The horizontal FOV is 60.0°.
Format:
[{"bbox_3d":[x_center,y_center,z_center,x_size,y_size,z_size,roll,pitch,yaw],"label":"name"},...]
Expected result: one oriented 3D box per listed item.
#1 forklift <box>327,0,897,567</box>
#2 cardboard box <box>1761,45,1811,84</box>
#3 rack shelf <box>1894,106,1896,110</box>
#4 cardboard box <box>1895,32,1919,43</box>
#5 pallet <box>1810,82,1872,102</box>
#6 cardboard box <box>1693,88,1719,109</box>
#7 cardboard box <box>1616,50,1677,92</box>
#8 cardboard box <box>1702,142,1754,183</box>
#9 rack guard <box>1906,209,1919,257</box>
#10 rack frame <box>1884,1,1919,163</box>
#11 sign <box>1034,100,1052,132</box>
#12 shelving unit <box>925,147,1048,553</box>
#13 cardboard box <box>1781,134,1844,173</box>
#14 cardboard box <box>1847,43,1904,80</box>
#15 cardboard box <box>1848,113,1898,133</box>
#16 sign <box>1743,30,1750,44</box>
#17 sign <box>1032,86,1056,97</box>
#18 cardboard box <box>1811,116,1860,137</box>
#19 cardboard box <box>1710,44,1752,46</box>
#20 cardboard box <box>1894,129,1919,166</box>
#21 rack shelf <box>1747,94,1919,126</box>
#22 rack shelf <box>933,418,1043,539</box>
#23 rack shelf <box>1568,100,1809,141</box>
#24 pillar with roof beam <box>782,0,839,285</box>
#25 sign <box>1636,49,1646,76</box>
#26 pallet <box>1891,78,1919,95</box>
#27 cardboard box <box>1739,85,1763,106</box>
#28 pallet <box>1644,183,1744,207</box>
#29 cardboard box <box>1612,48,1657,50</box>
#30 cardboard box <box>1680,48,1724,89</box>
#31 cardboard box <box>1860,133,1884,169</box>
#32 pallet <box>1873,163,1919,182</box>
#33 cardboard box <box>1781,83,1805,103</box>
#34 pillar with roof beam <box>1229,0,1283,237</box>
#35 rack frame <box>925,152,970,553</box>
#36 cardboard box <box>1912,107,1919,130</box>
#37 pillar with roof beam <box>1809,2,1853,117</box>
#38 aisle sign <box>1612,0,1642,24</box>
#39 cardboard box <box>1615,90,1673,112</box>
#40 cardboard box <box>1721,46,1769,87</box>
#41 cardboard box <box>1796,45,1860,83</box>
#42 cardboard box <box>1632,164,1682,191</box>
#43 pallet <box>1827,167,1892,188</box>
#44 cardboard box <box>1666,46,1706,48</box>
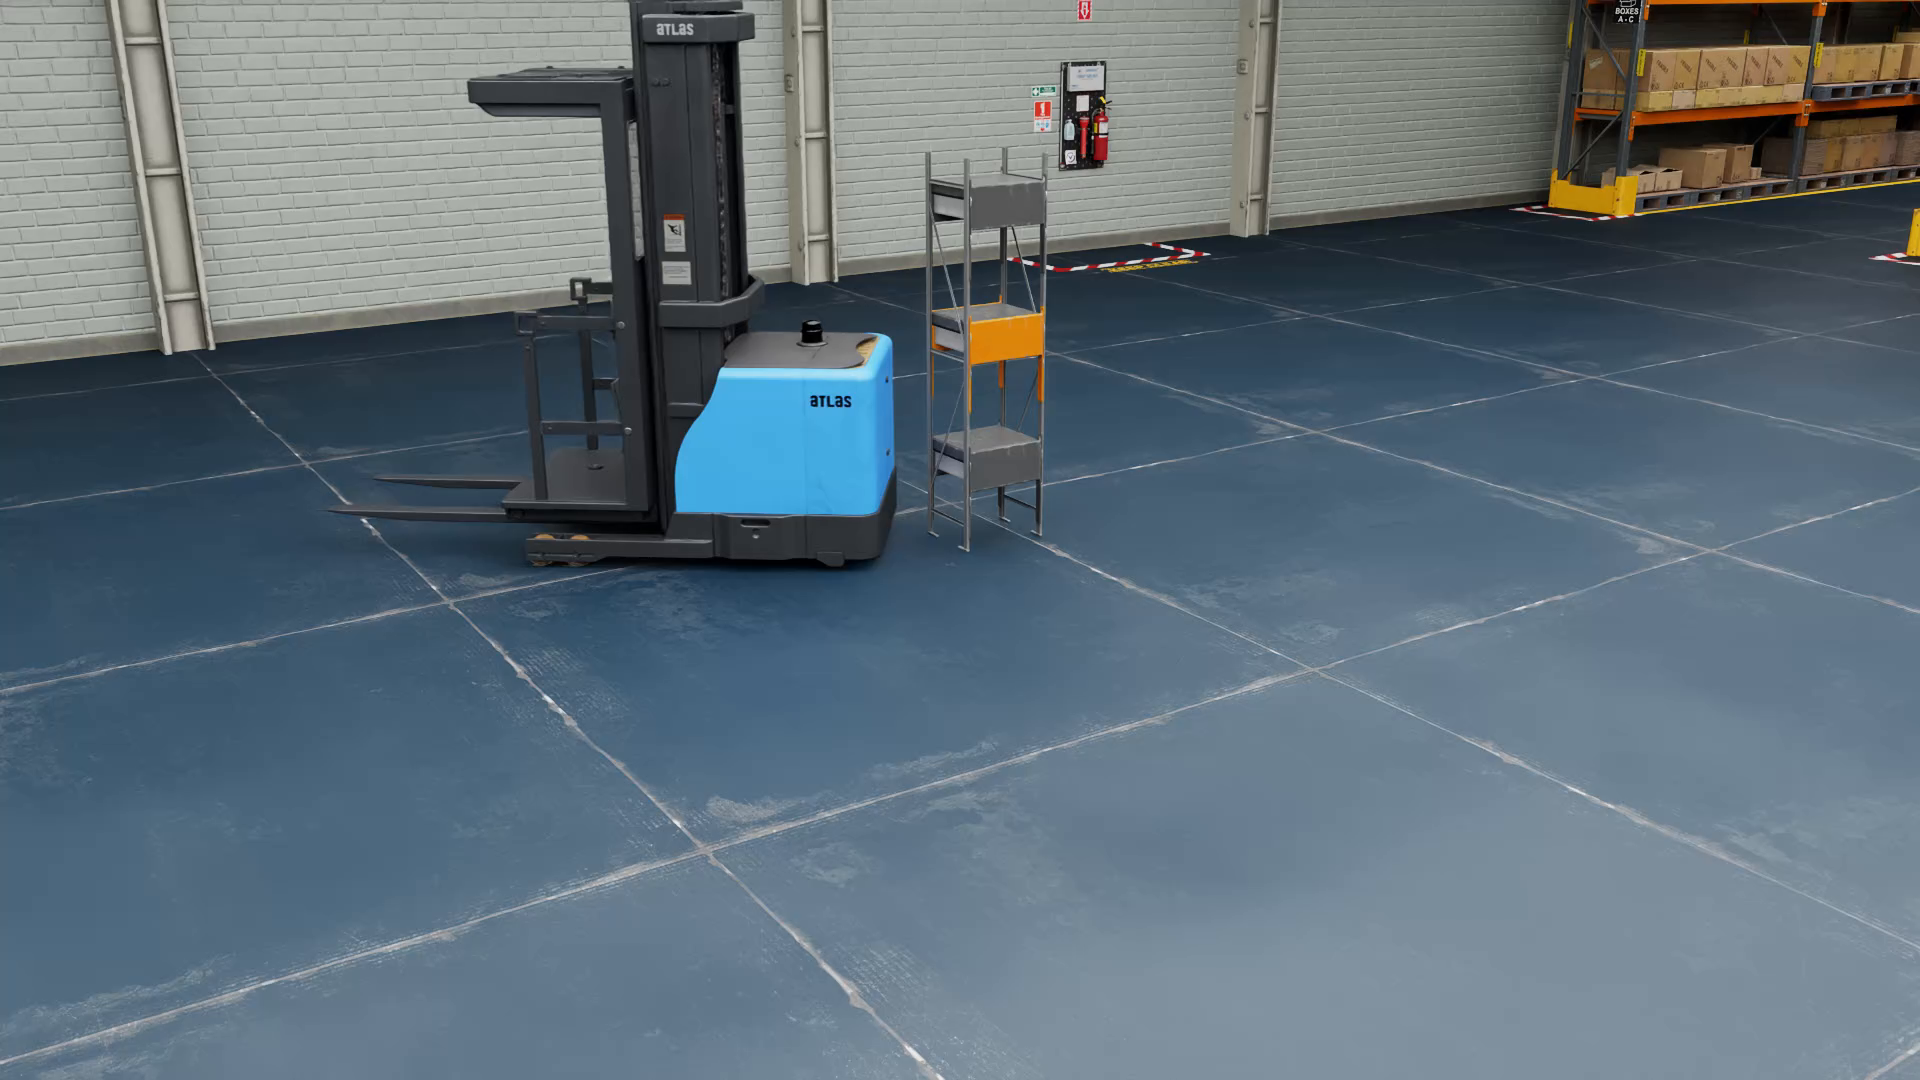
[{"bbox_3d":[-1.904,-1.413,8.848,3.031,2.935,1.130,1,19,4],"label":"forklift"},{"bbox_3d":[11.532,-6.679,23.348,0.500,0.500,0.500,-12,22,-32],"label":"cardboard box"},{"bbox_3d":[16.768,-7.267,27.180,4.000,0.370,1.077,-12,22,-31],"label":"rack shelf"},{"bbox_3d":[14.565,-7.689,25.449,0.250,0.149,0.380,-17,25,-40],"label":"cardboard box"},{"bbox_3d":[12.475,-6.556,24.252,1.213,0.211,1.003,-12,22,-31],"label":"pallet"},{"bbox_3d":[9.853,-5.969,22.421,0.500,0.250,0.500,-12,22,-32],"label":"cardboard box"},{"bbox_3d":[8.980,-6.144,21.766,0.500,0.500,0.500,-12,22,-31],"label":"cardboard box"},{"bbox_3d":[10.912,-5.382,23.696,0.500,0.500,0.500,-14,23,-35],"label":"cardboard box"},{"bbox_3d":[11.124,-3.334,18.325,0.348,0.500,1.175,-12,22,-31],"label":"rack guard"},{"bbox_3d":[15.098,-7.255,26.022,0.127,3.000,1.000,-12,22,-31],"label":"rack frame"},{"bbox_3d":[0.911,-4.666,18.308,0.234,0.329,0.001,-12,22,-31],"label":"sign"},{"bbox_3d":[0.138,-1.024,8.995,0.503,2.100,0.431,-12,22,-31],"label":"shelving unit"},{"bbox_3d":[12.766,-5.814,24.974,0.500,0.500,0.700,-12,22,-32],"label":"cardboard box"},{"bbox_3d":[13.682,-7.200,25.017,0.500,0.500,0.700,-12,22,-31],"label":"cardboard box"},{"bbox_3d":[14.014,-6.411,25.569,0.500,0.250,0.500,-11,22,-30],"label":"cardboard box"},{"bbox_3d":[11.449,-7.247,24.190,0.005,0.325,0.100,-12,22,-31],"label":"sign"},{"bbox_3d":[0.919,-4.916,18.218,0.331,0.109,0.001,-12,22,-31],"label":"sign"},{"bbox_3d":[13.161,-6.236,25.051,0.500,0.250,0.500,-13,22,-33],"label":"cardboard box"},{"bbox_3d":[10.815,-6.728,23.493,0.500,0.500,0.500,-12,22,-32],"label":"cardboard box"},{"bbox_3d":[14.525,-6.139,25.936,0.500,0.500,0.700,-12,22,-31],"label":"cardboard box"},{"bbox_3d":[13.427,-6.562,25.096,4.000,0.370,1.077,-12,22,-31],"label":"rack shelf"},{"bbox_3d":[0.138,-0.348,9.223,0.480,0.518,0.431,-12,22,-31],"label":"rack shelf"},{"bbox_3d":[10.086,-5.858,23.012,4.000,0.370,1.077,-12,22,-31],"label":"rack shelf"},{"bbox_3d":[0.871,-5.778,12.284,0.400,9.000,9.100,-12,22,-31],"label":"pillar with roof beam"},{"bbox_3d":[8.715,-6.111,21.287,0.005,0.325,0.100,-12,22,-31],"label":"sign"},{"bbox_3d":[14.561,-7.011,25.598,1.003,0.211,1.213,-12,22,-31],"label":"pallet"},{"bbox_3d":[10.696,-6.147,22.945,0.500,0.250,0.500,-12,22,-32],"label":"cardboard box"},{"bbox_3d":[10.195,-4.886,23.368,1.213,0.211,1.003,-12,22,-31],"label":"pallet"},{"bbox_3d":[9.119,-6.366,22.423,0.500,0.500,0.500,-12,22,-31],"label":"cardboard box"},{"bbox_3d":[9.833,-6.317,22.280,0.500,0.500,0.500,-13,22,-33],"label":"cardboard box"},{"bbox_3d":[13.631,-5.984,25.478,0.500,0.500,0.700,-12,22,-32],"label":"cardboard box"},{"bbox_3d":[14.444,-5.797,26.063,1.213,0.211,1.003,-12,22,-31],"label":"pallet"},{"bbox_3d":[11.528,-6.325,23.473,0.500,0.250,0.500,-12,22,-31],"label":"cardboard box"},{"bbox_3d":[5.882,-6.835,15.411,0.400,9.000,9.100,-12,22,-31],"label":"pillar with roof beam"},{"bbox_3d":[-0.066,-0.981,8.868,0.015,2.100,0.400,-12,22,-31],"label":"rack frame"},{"bbox_3d":[15.784,-6.530,26.579,0.750,0.750,0.750,-12,22,-32],"label":"cardboard box"},{"bbox_3d":[15.904,-8.948,21.663,0.400,9.000,9.100,-12,22,-31],"label":"pillar with roof beam"},{"bbox_3d":[8.521,-6.985,21.163,0.004,0.787,0.394,-12,22,-31],"label":"aisle sign"},{"bbox_3d":[8.998,-5.786,21.878,0.500,0.250,0.500,-13,22,-33],"label":"cardboard box"},{"bbox_3d":[10.692,-6.503,22.830,0.500,0.500,0.500,-13,22,-33],"label":"cardboard box"},{"bbox_3d":[12.671,-6.984,24.376,0.500,0.500,0.700,-9,21,-26],"label":"cardboard box"},{"bbox_3d":[9.520,-4.979,22.801,0.500,0.311,0.500,-10,21,-27],"label":"cardboard box"},{"bbox_3d":[13.426,-5.584,25.431,1.213,0.211,1.003,-12,22,-31],"label":"pallet"},{"bbox_3d":[9.969,-6.547,22.958,0.500,0.500,0.500,-12,22,-31],"label":"cardboard box"}]
